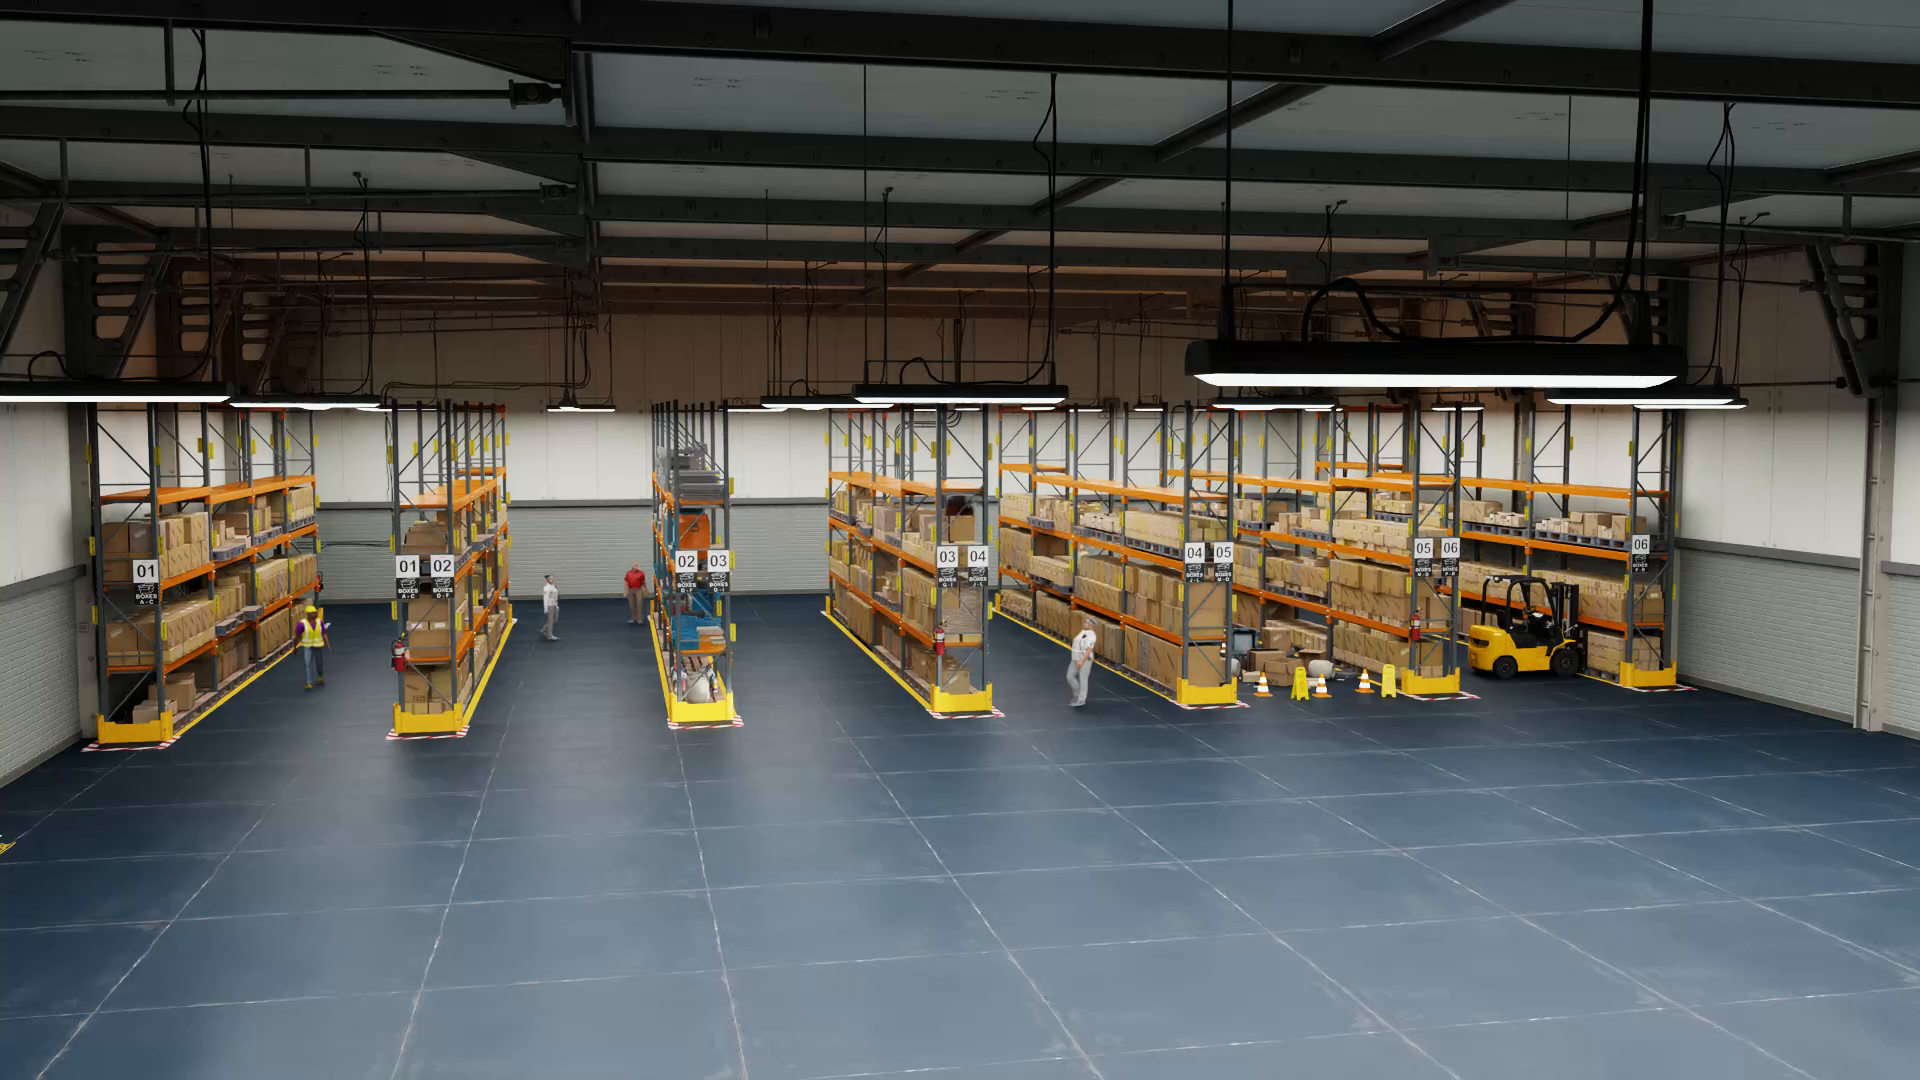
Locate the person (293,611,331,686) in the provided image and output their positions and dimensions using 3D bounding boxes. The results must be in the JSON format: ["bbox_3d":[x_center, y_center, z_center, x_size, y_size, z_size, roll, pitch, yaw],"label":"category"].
[{"bbox_3d":[-13.631,2.222,34.998,0.758,1.627,0.905,-1,4,-16],"label":"person"}]

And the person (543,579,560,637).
[{"bbox_3d":[-10.446,1.673,42.359,0.463,1.593,0.499,0,4,3],"label":"person"}]

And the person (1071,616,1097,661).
[{"bbox_3d":[2.460,1.935,32.804,0.495,0.871,0.532,-4,6,-40],"label":"person"}]

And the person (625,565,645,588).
[{"bbox_3d":[-8.915,0.998,45.470,0.545,0.672,0.376,1,4,11],"label":"person"}]
